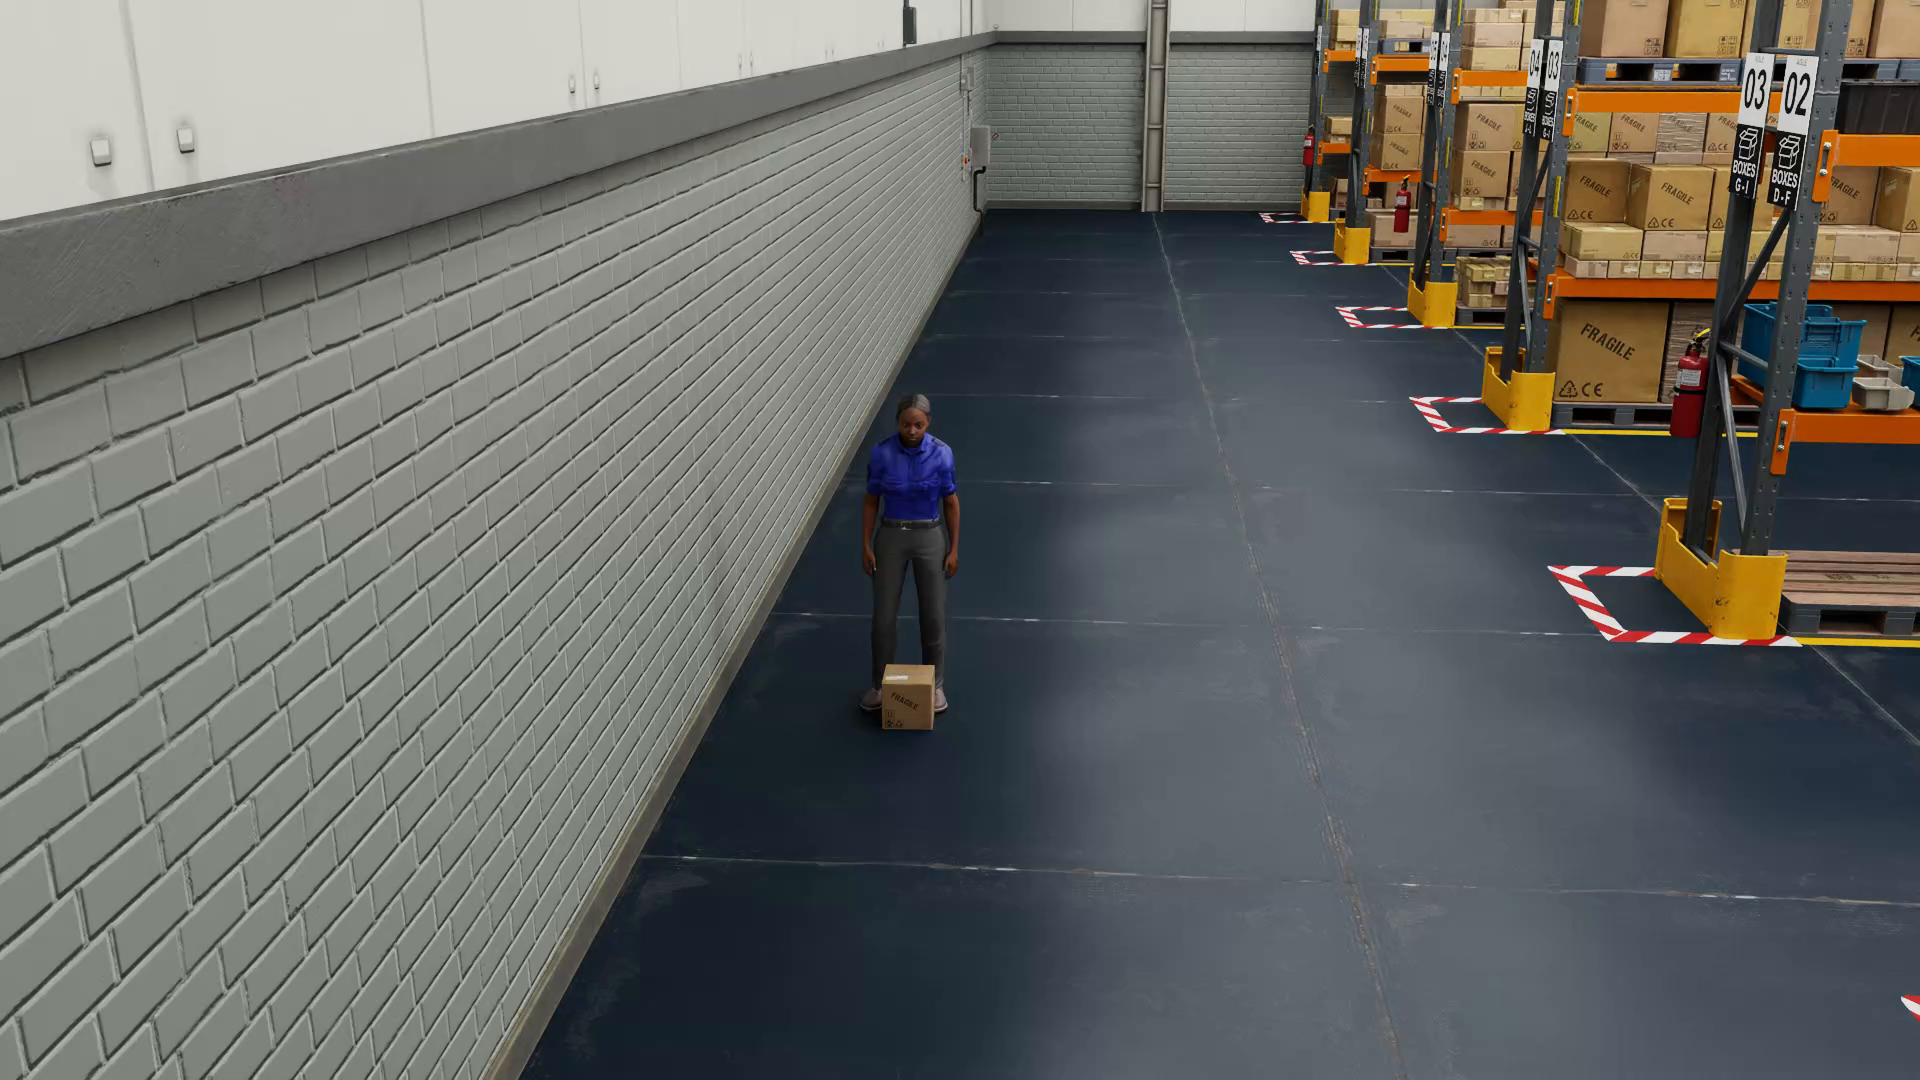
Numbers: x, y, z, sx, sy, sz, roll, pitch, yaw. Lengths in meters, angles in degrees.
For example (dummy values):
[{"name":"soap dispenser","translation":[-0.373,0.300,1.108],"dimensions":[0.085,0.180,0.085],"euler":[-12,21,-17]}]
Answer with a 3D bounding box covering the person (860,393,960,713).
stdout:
[{"name":"person","translation":[-0.256,0.051,8.398],"dimensions":[0.510,1.654,0.348],"euler":[0,18,2]}]
